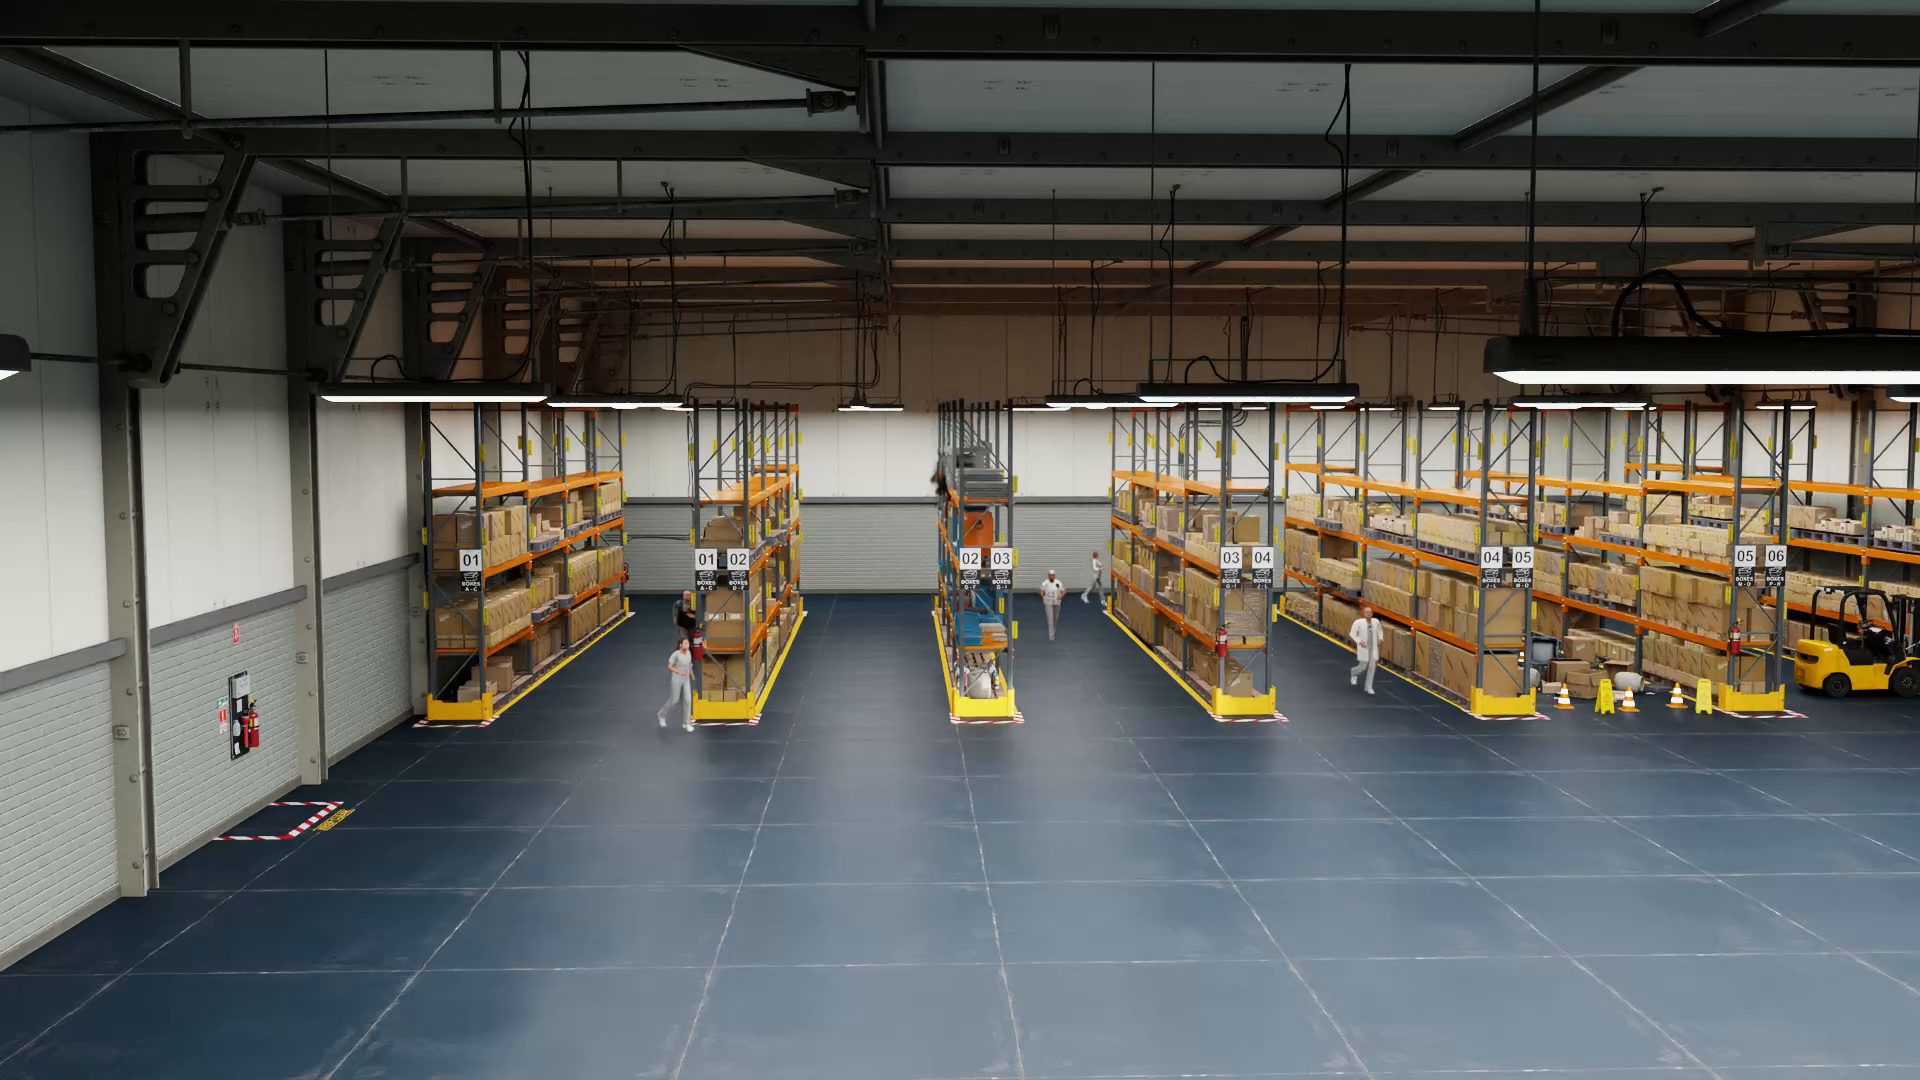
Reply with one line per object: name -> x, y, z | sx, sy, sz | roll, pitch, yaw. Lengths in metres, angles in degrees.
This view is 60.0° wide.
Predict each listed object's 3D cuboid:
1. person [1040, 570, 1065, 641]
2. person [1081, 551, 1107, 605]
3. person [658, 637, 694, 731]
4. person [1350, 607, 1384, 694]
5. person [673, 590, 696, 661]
person -> 2.228, 1.577, 39.875 | 0.599, 1.721, 0.799 | 0, 4, -5
person -> 4.046, 1.146, 49.721 | 0.848, 1.606, 0.529 | 2, 5, 28
person -> -5.059, 2.585, 30.217 | 0.881, 1.673, 0.613 | 4, 6, 42
person -> 8.389, 2.294, 34.306 | 0.717, 1.692, 0.843 | 0, 4, -6
person -> -6.190, 2.009, 37.742 | 0.679, 1.760, 0.849 | 0, 4, -1
